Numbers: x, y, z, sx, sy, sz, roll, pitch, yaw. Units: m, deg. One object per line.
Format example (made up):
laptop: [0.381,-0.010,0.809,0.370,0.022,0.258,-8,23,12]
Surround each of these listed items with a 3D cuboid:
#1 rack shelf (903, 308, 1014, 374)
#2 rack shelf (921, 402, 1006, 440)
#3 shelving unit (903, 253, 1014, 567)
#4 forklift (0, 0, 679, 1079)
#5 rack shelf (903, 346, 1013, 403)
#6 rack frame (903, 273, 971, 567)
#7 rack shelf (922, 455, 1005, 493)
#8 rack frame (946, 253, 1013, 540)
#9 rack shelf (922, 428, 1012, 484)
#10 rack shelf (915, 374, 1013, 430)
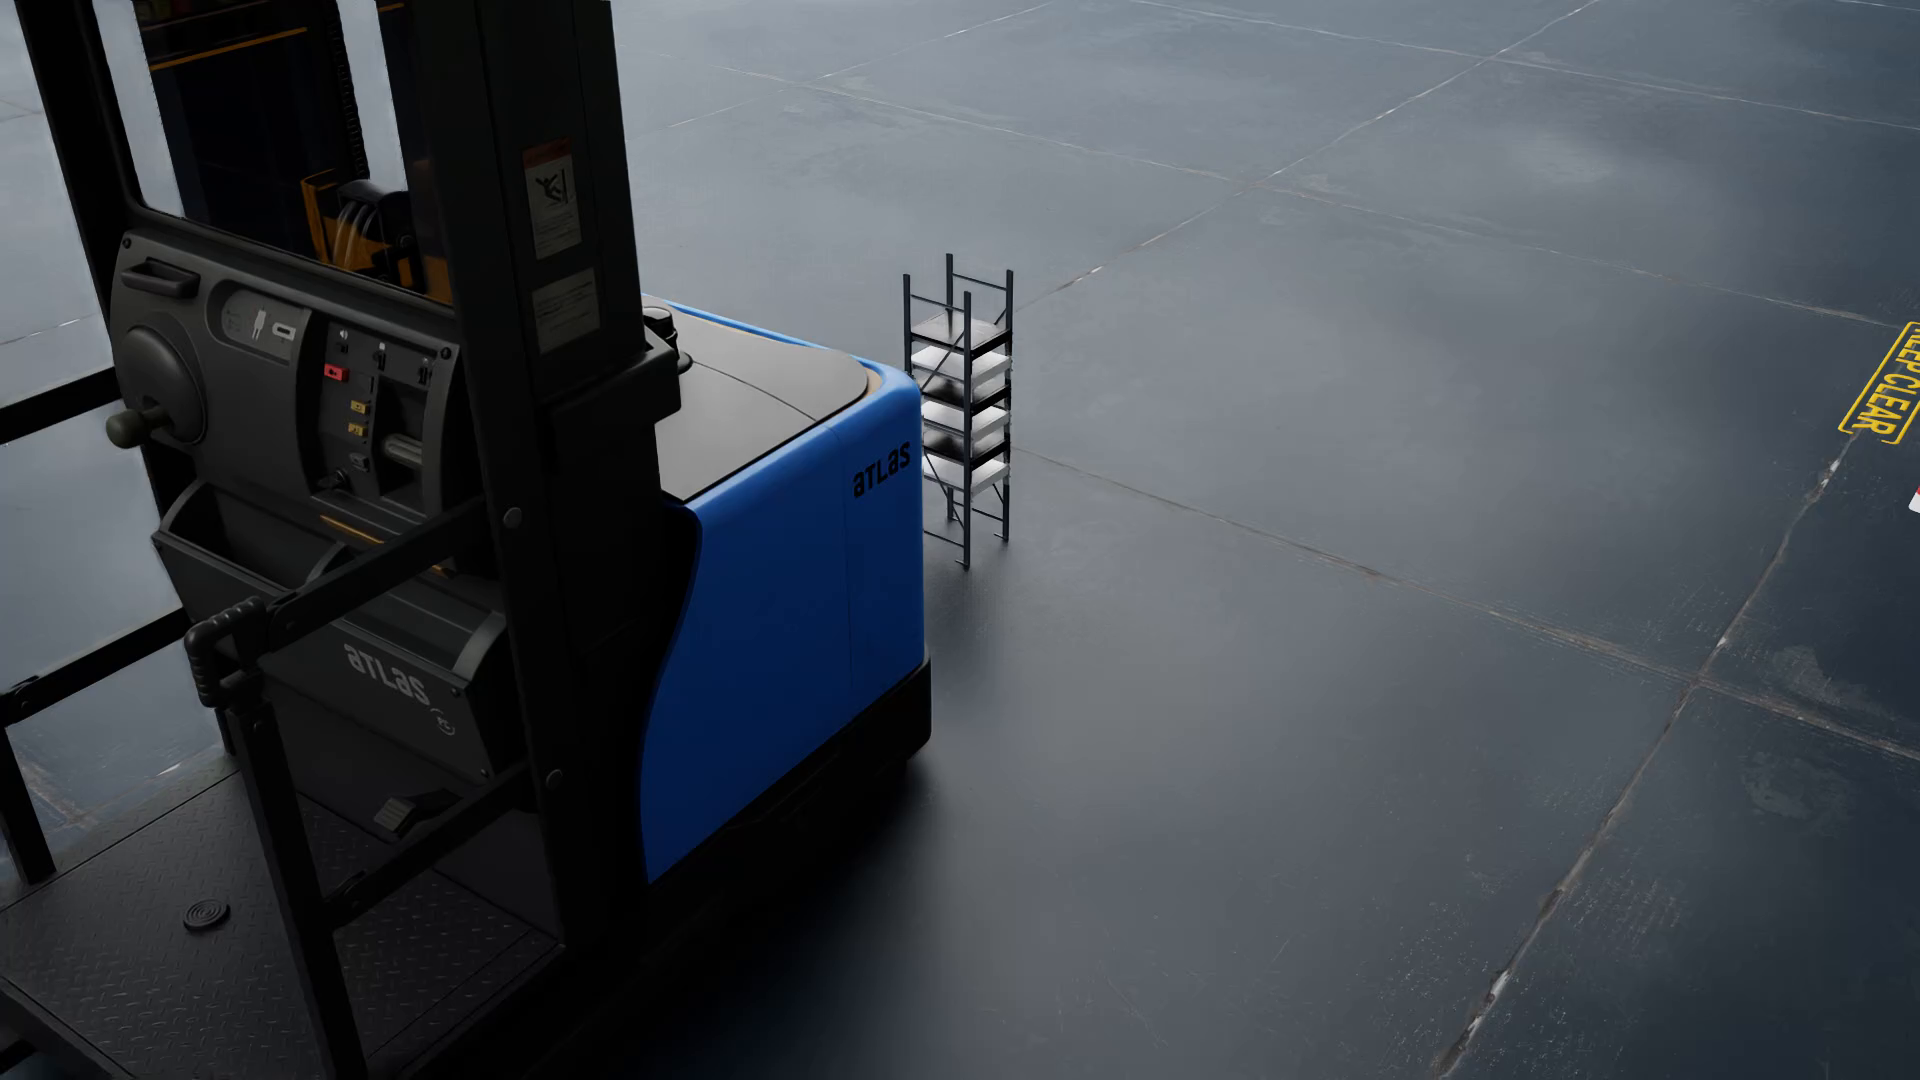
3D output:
rack shelf: [-0.005,-0.587,4.894,0.258,0.077,0.200,21,37,31]
rack shelf: [-0.005,-0.373,5.022,0.221,0.026,0.190,21,37,31]
shelving unit: [-0.005,-0.384,5.015,0.258,0.900,0.210,21,37,31]
forklift: [-1.329,-0.239,2.778,1.110,2.935,3.031,19,36,29]
rack shelf: [-0.005,-0.510,4.940,0.258,0.077,0.200,21,37,31]
rack frame: [-0.066,-0.343,4.945,0.240,0.900,0.006,21,37,31]
rack shelf: [-0.005,-0.218,5.113,0.221,0.026,0.190,21,37,31]
rack frame: [0.056,-0.425,5.085,0.240,0.900,0.006,21,37,31]
rack shelf: [-0.005,-0.278,5.078,0.258,0.077,0.200,21,37,31]
rack shelf: [-0.005,-0.433,4.986,0.258,0.077,0.200,21,37,31]
